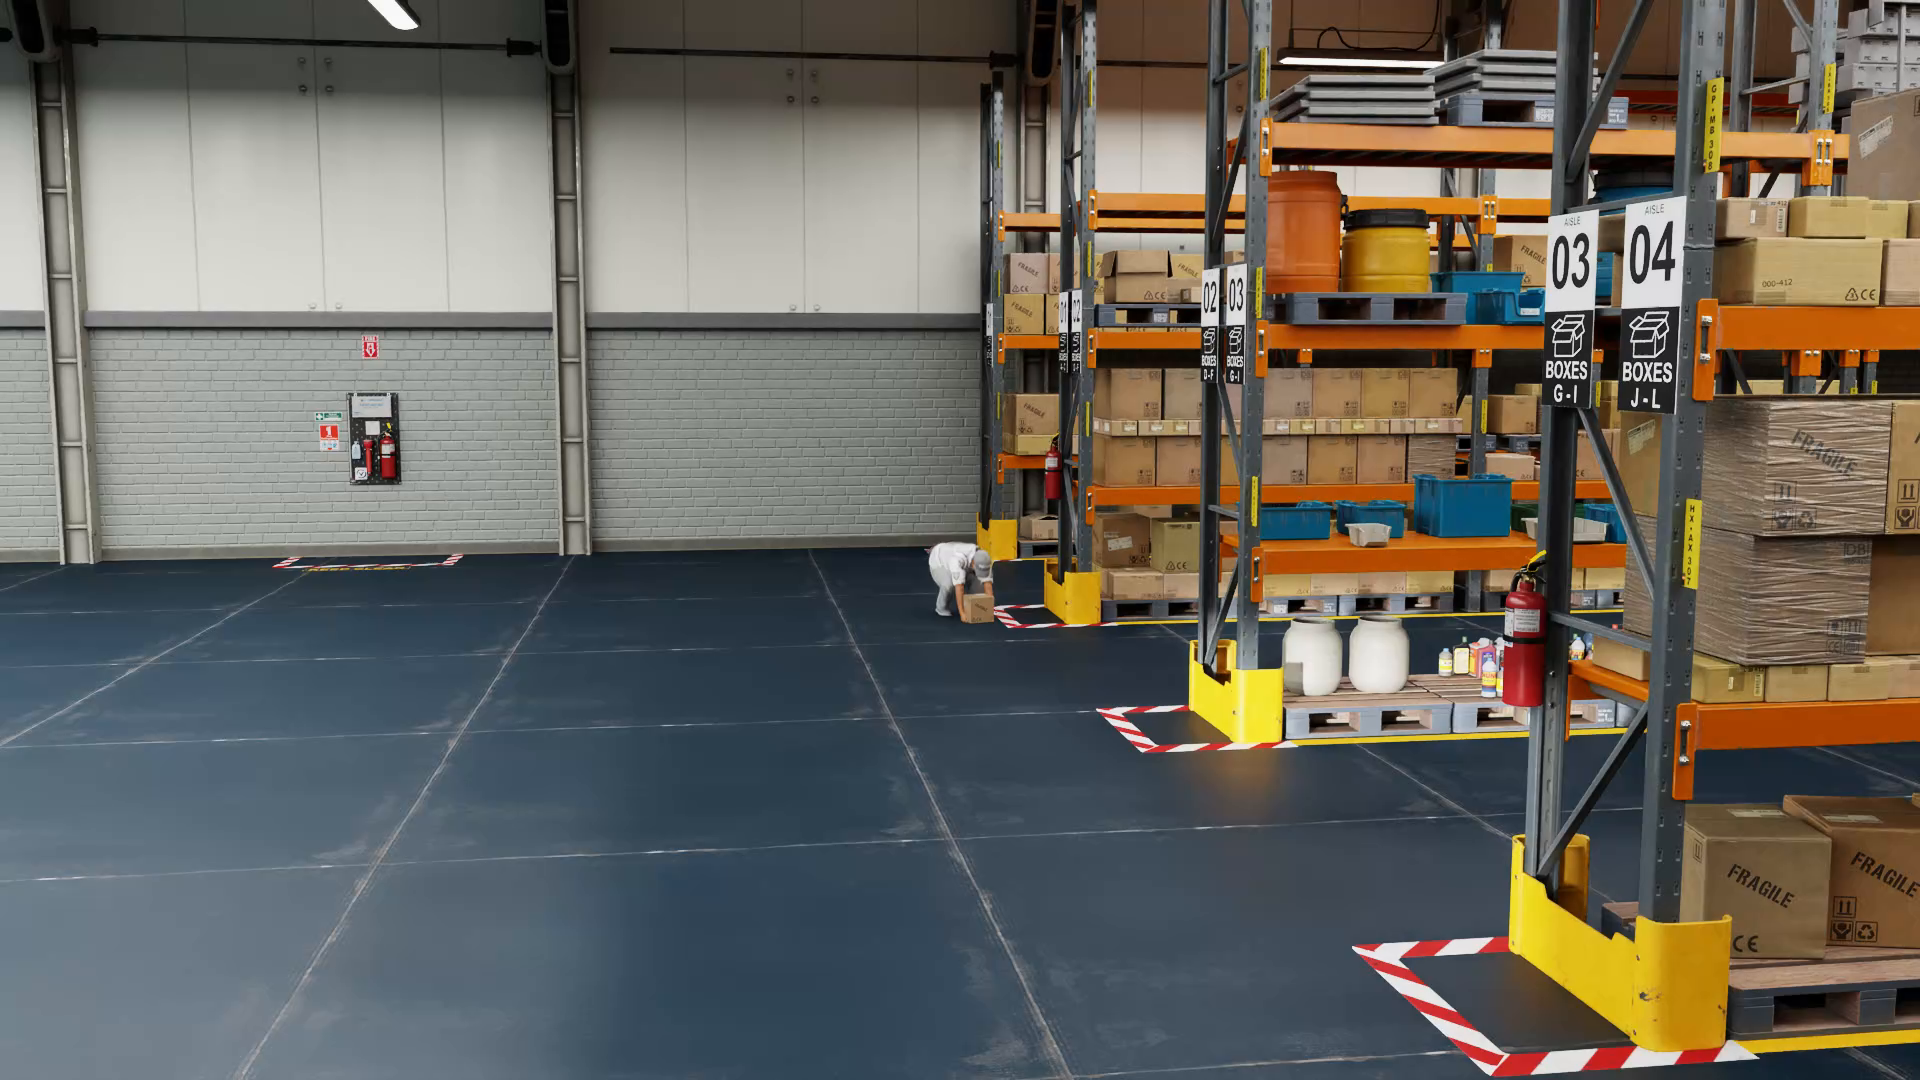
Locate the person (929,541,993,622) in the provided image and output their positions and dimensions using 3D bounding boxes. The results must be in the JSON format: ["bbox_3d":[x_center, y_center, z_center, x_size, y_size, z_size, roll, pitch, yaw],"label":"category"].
[{"bbox_3d":[0.032,0.399,16.484,0.496,0.753,0.934,-3,7,-24],"label":"person"}]
